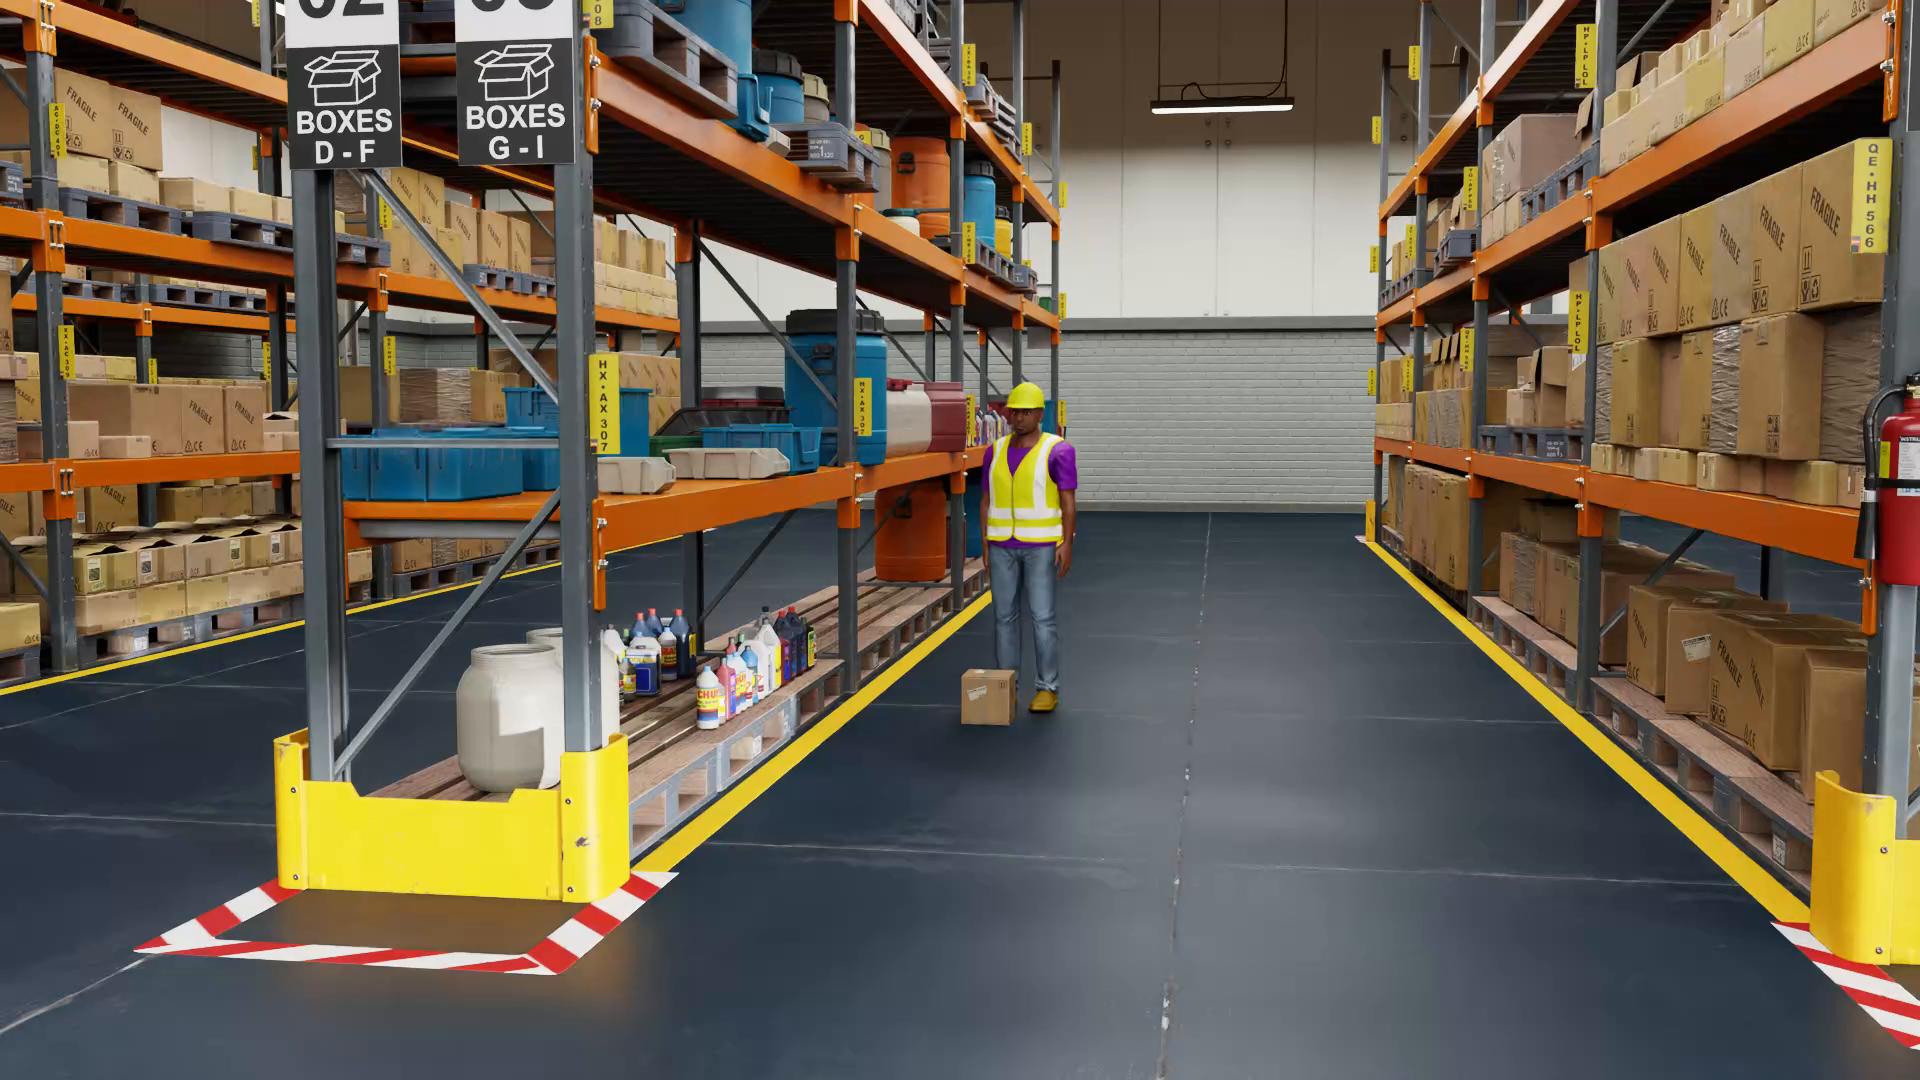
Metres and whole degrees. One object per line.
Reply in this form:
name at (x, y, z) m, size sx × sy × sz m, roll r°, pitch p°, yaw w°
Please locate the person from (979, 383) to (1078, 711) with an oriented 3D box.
person at (0.351, 0.029, 9.070) m, size 0.564 × 1.770 × 0.380 m, roll 2°, pitch 5°, yaw 25°
